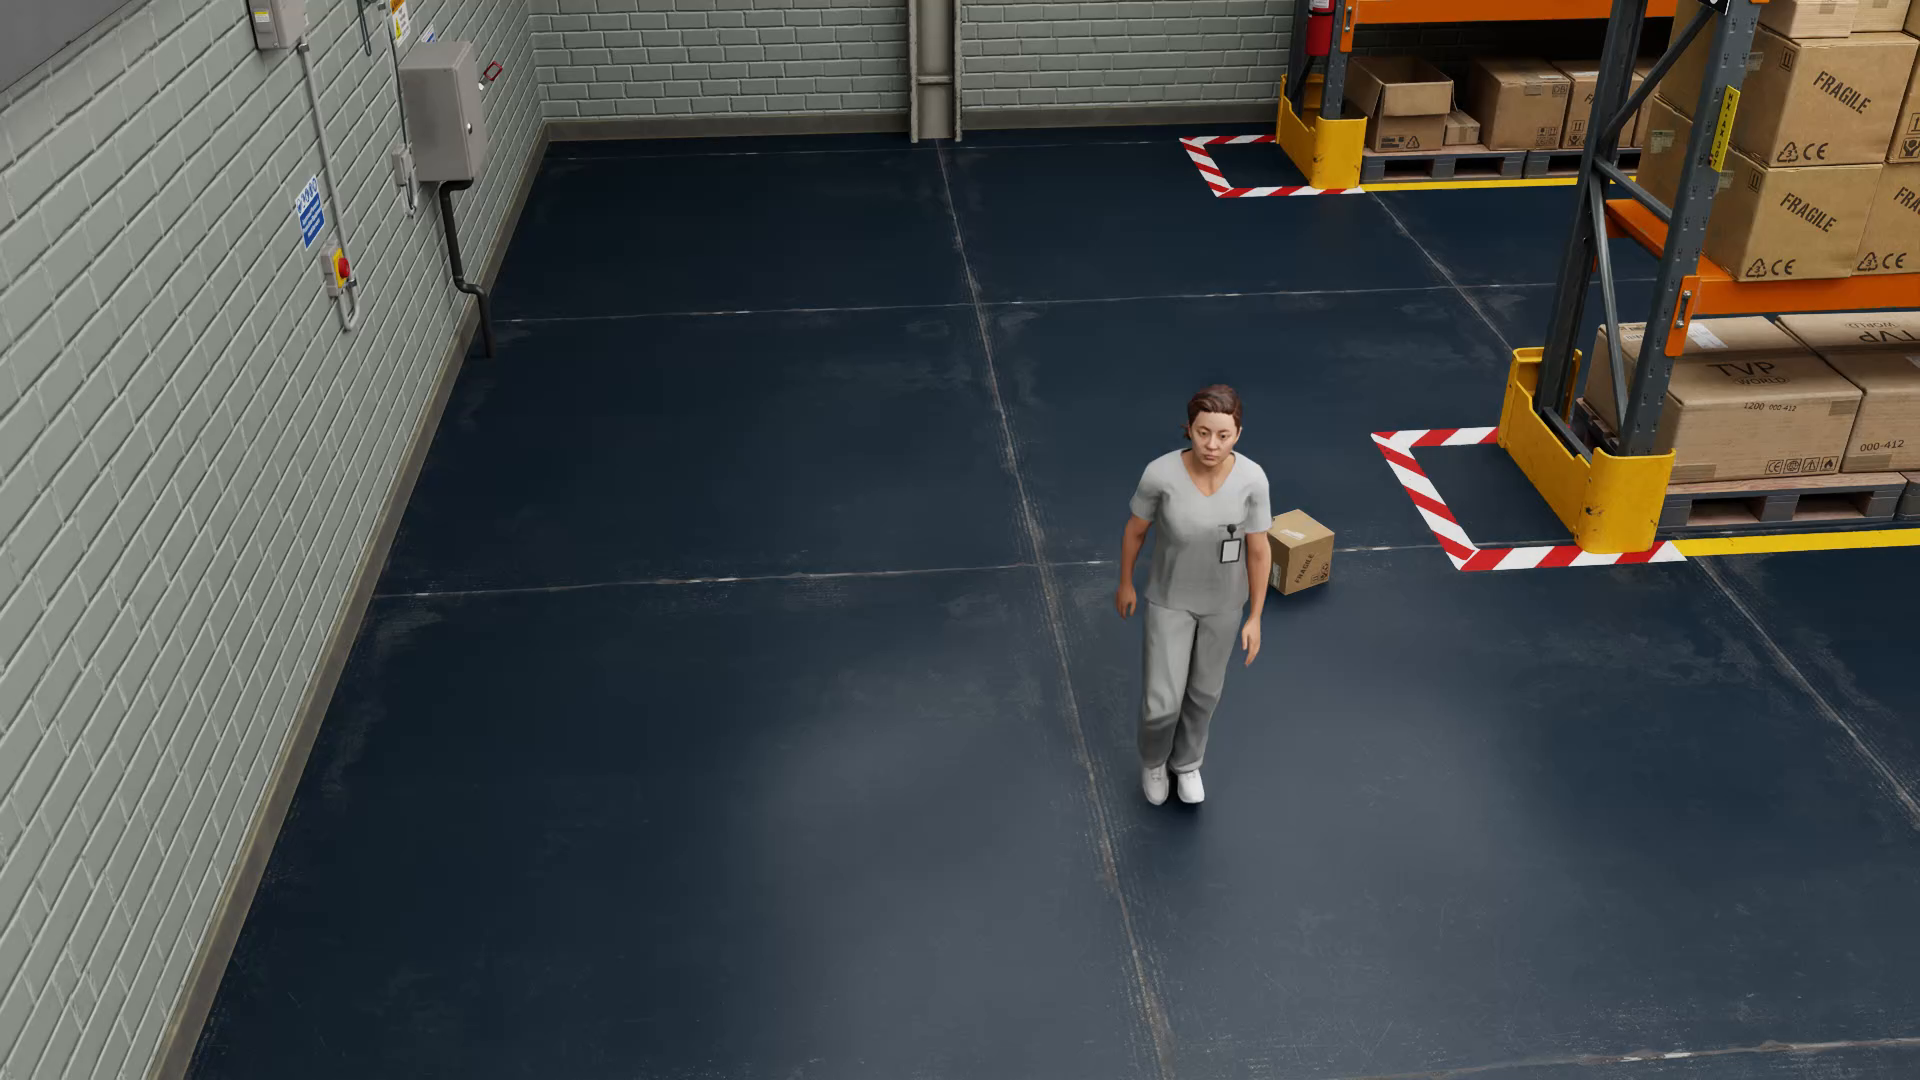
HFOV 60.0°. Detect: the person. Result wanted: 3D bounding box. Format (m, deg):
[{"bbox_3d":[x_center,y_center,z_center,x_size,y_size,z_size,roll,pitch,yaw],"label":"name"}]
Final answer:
[{"bbox_3d":[0.797,0.246,5.719,0.493,1.685,0.449,-1,31,-2],"label":"person"}]
